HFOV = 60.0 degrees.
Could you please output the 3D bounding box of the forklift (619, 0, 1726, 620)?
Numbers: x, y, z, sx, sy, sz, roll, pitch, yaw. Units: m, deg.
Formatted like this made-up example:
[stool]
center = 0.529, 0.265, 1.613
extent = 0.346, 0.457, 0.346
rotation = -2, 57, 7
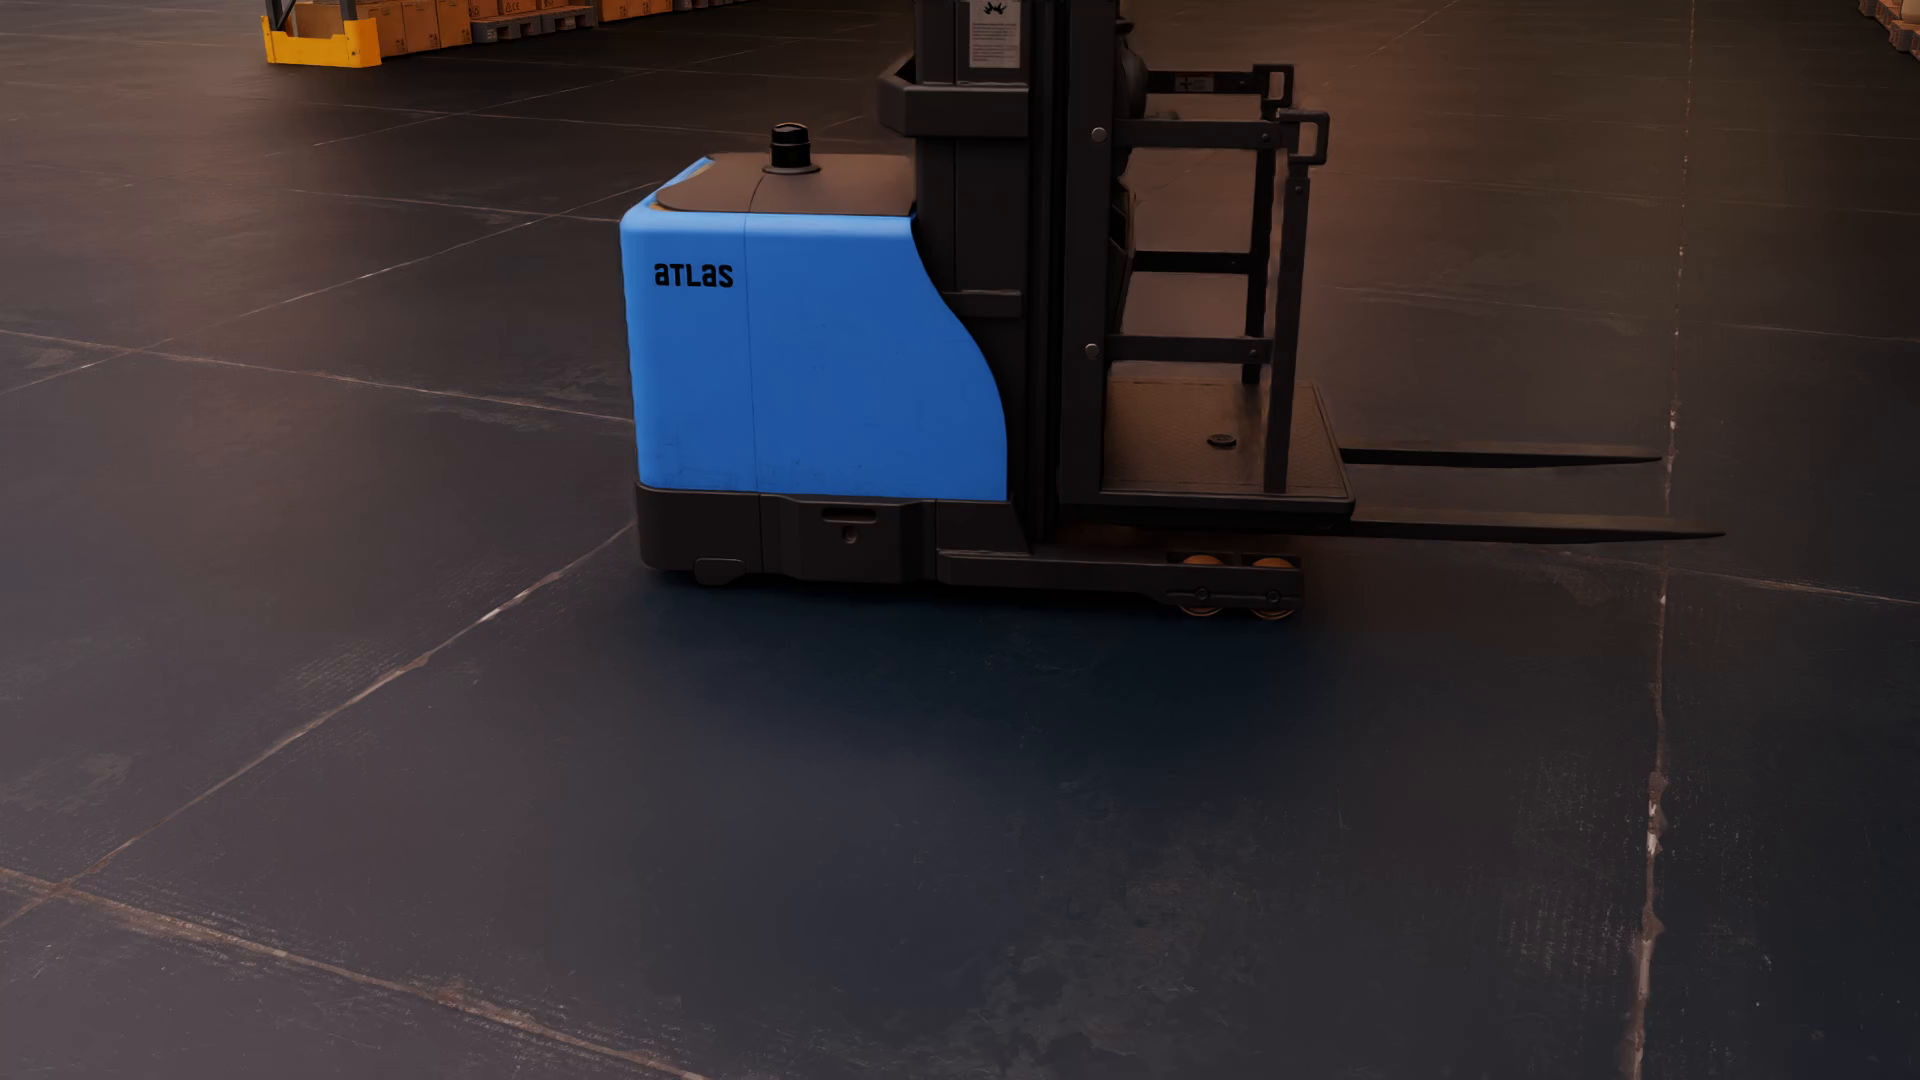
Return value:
[forklift]
center = 0.628, -1.349, 4.520
extent = 3.031, 2.935, 1.130
rotation = 2, 23, 5
